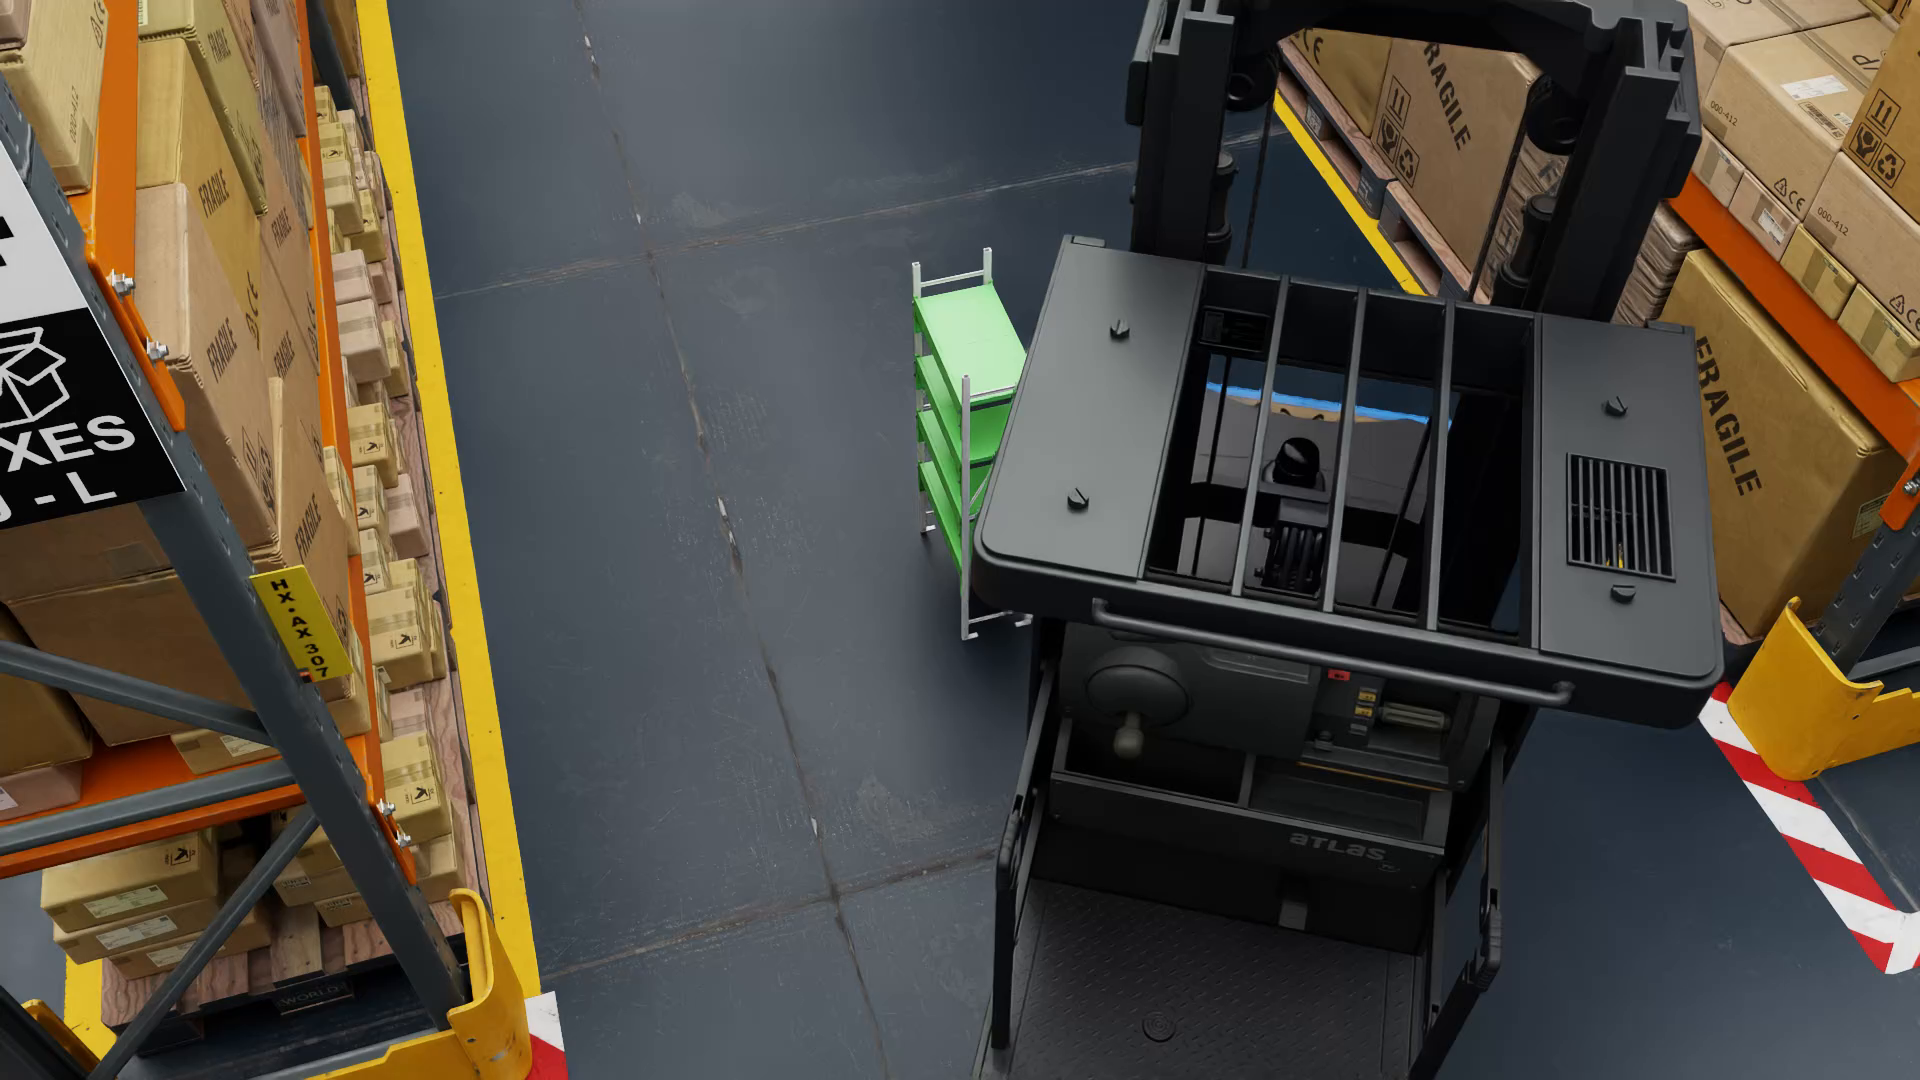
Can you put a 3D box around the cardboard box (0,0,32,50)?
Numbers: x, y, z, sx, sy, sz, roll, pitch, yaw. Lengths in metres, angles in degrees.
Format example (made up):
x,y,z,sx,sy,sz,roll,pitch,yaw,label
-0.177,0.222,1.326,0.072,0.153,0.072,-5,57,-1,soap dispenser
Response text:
x,y,z,sx,sy,sz,roll,pitch,yaw,label
-1.623,-0.903,2.359,0.500,0.250,0.500,-13,51,-10,cardboard box

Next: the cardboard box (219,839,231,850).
x,y,z,sx,sy,sz,roll,pitch,yaw,label
-2.266,0.845,4.666,0.380,0.149,0.250,-12,51,-10,cardboard box

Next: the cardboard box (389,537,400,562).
x,y,z,sx,sy,sz,roll,pitch,yaw,label
-1.961,0.163,5.241,0.380,0.149,0.250,-13,51,-11,cardboard box

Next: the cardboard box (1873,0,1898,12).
x,y,z,sx,sy,sz,roll,pitch,yaw,label
2.838,-1.927,4.826,0.500,0.500,0.500,-15,51,-12,cardboard box

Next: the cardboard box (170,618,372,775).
x,y,z,sx,sy,sz,roll,pitch,yaw,label
-1.521,0.334,3.671,0.380,0.149,0.250,-14,51,-11,cardboard box

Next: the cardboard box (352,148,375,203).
x,y,z,sx,sy,sz,roll,pitch,yaw,label
-2.433,-1.318,6.294,0.380,0.149,0.250,-16,52,-13,cardboard box

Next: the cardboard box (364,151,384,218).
x,y,z,sx,sy,sz,roll,pitch,yaw,label
-2.480,-1.365,6.529,0.380,0.149,0.250,-13,51,-11,cardboard box

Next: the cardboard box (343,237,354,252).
x,y,z,sx,sy,sz,roll,pitch,yaw,label
-2.356,-0.921,5.960,0.380,0.149,0.250,-13,51,-11,cardboard box

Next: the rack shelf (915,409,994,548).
x,y,z,sx,sy,sz,roll,pitch,yaw,label
0.049,-0.225,5.238,0.258,0.148,0.480,-13,51,-11,rack shelf

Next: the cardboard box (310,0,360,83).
x,y,z,sx,sy,sz,roll,pitch,yaw,label
-2.887,-2.288,7.077,0.500,0.500,0.500,-12,51,-10,cardboard box

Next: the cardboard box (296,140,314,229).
x,y,z,sx,sy,sz,roll,pitch,yaw,label
-2.082,-0.996,4.792,0.380,0.149,0.250,-12,51,-10,cardboard box

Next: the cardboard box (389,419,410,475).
x,y,z,sx,sy,sz,roll,pitch,yaw,label
-2.058,-0.235,5.576,0.380,0.149,0.250,-13,51,-11,cardboard box

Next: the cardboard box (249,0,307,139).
x,y,z,sx,sy,sz,roll,pitch,yaw,label
-2.210,-1.454,4.754,0.500,0.500,0.500,-14,51,-11,cardboard box

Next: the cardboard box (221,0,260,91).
x,y,z,sx,sy,sz,roll,pitch,yaw,label
-2.060,-1.398,4.053,0.500,0.500,0.500,-15,51,-12,cardboard box

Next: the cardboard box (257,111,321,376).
x,y,z,sx,sy,sz,roll,pitch,yaw,label
-1.923,-0.701,4.119,0.500,0.500,0.500,-13,51,-10,cardboard box

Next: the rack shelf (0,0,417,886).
x,y,z,sx,sy,sz,roll,pitch,yaw,label
-2.330,-0.666,4.820,1.077,0.370,4.000,-13,51,-11,rack shelf

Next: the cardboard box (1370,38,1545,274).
x,y,z,sx,sy,sz,roll,pitch,yaw,label
2.231,-1.699,6.335,0.875,0.875,0.875,-13,51,-11,cardboard box

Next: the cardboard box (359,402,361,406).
x,y,z,sx,sy,sz,roll,pitch,yaw,label
-2.164,-0.334,5.465,0.380,0.149,0.250,-11,51,-9,cardboard box

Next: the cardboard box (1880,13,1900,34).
x,y,z,sx,sy,sz,roll,pitch,yaw,label
2.985,-1.322,4.806,0.500,0.250,0.500,-14,51,-11,cardboard box

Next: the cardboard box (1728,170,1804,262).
x,y,z,sx,sy,sz,roll,pitch,yaw,label
2.457,-0.963,4.764,0.380,0.149,0.250,-13,51,-11,cardboard box

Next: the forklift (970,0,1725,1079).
x,y,z,sx,sy,sz,roll,pitch,yaw,label
0.641,0.438,3.463,1.130,2.935,3.031,10,51,8,forklift

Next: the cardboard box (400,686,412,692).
x,y,z,sx,sy,sz,roll,pitch,yaw,label
-1.823,0.539,4.923,0.380,0.149,0.250,-13,51,-11,cardboard box

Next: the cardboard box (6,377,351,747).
x,y,z,sx,sy,sz,roll,pitch,yaw,label
-1.608,0.045,3.490,0.500,0.500,0.500,-11,51,-9,cardboard box

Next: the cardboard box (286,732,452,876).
x,y,z,sx,sy,sz,roll,pitch,yaw,label
-1.569,0.696,4.403,0.380,0.149,0.250,-15,52,-13,cardboard box

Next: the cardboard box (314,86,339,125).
x,y,z,sx,sy,sz,roll,pitch,yaw,label
-2.568,-1.565,6.309,0.380,0.149,0.250,-12,51,-10,cardboard box

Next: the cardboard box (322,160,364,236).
x,y,z,sx,sy,sz,roll,pitch,yaw,label
-2.374,-1.208,6.007,0.380,0.149,0.250,-14,51,-11,cardboard box

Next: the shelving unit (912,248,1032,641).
x,y,z,sx,sy,sz,roll,pitch,yaw,label
0.049,-0.266,5.189,0.258,1.200,0.503,-13,51,-11,shelving unit

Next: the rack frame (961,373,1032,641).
x,y,z,sx,sy,sz,roll,pitch,yaw,label
0.121,-0.088,5.039,0.240,1.200,0.015,-13,51,-11,rack frame

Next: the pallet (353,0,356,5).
x,y,z,sx,sy,sz,roll,pitch,yaw,label
-3.518,-2.920,8.074,1.003,0.211,1.213,-13,51,-11,pallet

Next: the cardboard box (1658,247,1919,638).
x,y,z,sx,sy,sz,roll,pitch,yaw,label
2.764,-0.384,5.227,0.875,0.875,0.875,-13,51,-11,cardboard box

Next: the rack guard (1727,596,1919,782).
x,y,z,sx,sy,sz,roll,pitch,yaw,label
3.036,0.339,5.137,1.175,0.500,0.348,-13,51,-11,rack guard

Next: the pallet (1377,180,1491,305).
x,y,z,sx,sy,sz,roll,pitch,yaw,label
2.361,-1.041,6.490,1.003,0.211,1.213,-13,51,-11,pallet

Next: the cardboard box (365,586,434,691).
x,y,z,sx,sy,sz,roll,pitch,yaw,label
-1.718,0.308,4.729,0.380,0.149,0.250,-13,51,-11,cardboard box

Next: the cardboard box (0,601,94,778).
x,y,z,sx,sy,sz,roll,pitch,yaw,label
-2.117,0.165,3.389,0.500,0.500,0.500,-12,51,-10,cardboard box

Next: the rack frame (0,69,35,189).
x,y,z,sx,sy,sz,roll,pitch,yaw,label
-1.739,-1.370,1.020,1.000,3.000,0.127,-13,51,-11,rack frame

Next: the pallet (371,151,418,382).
x,y,z,sx,sy,sz,roll,pitch,yaw,label
-2.689,-0.977,6.435,1.003,0.211,1.213,-13,51,-11,pallet

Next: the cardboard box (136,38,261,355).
x,y,z,sx,sy,sz,roll,pitch,yaw,label
-1.773,-0.642,3.415,0.500,0.500,0.500,-12,51,-10,cardboard box

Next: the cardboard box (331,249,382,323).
x,y,z,sx,sy,sz,roll,pitch,yaw,label
-2.203,-0.823,5.683,0.380,0.149,0.250,-16,52,-13,cardboard box

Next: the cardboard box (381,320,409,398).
x,y,z,sx,sy,sz,roll,pitch,yaw,label
-2.174,-0.609,5.892,0.380,0.149,0.250,-13,51,-11,cardboard box

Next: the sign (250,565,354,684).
x,y,z,sx,sy,sz,roll,pitch,yaw,label
-1.220,0.161,3.086,0.100,0.325,0.005,-13,51,-11,sign

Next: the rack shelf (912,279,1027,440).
x,y,z,sx,sy,sz,roll,pitch,yaw,label
0.049,-0.534,4.871,0.258,0.148,0.480,-13,51,-11,rack shelf

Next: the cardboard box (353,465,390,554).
x,y,z,sx,sy,sz,roll,pitch,yaw,label
-1.943,-0.059,5.038,0.380,0.149,0.250,-12,51,-10,cardboard box

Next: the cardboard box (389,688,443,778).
x,y,z,sx,sy,sz,roll,pitch,yaw,label
-1.675,0.597,4.680,0.380,0.149,0.250,-14,51,-11,cardboard box

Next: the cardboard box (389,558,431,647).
x,y,z,sx,sy,sz,roll,pitch,yaw,label
-1.805,0.227,4.992,0.380,0.149,0.250,-12,51,-10,cardboard box

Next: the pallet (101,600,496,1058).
x,y,z,sx,sy,sz,roll,pitch,yaw,label
-1.968,0.805,4.933,1.003,0.211,1.213,-13,51,-11,pallet

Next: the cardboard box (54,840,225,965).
x,y,z,sx,sy,sz,roll,pitch,yaw,label
-2.167,0.930,4.399,0.380,0.149,0.250,-15,51,-12,cardboard box

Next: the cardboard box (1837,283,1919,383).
x,y,z,sx,sy,sz,roll,pitch,yaw,label
2.609,-0.589,4.449,0.380,0.149,0.250,-12,51,-10,cardboard box

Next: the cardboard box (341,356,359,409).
x,y,z,sx,sy,sz,roll,pitch,yaw,label
-2.143,-0.423,5.346,0.380,0.149,0.250,-13,51,-11,cardboard box

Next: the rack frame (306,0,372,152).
x,y,z,sx,sy,sz,roll,pitch,yaw,label
-2.922,-2.358,5.776,1.000,3.000,0.127,-13,51,-11,rack frame

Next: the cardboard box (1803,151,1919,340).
x,y,z,sx,sy,sz,roll,pitch,yaw,label
2.632,-0.826,4.388,0.500,0.250,0.500,-14,51,-12,cardboard box

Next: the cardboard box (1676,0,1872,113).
x,y,z,sx,sy,sz,roll,pitch,yaw,label
2.332,-1.568,5.014,0.500,0.250,0.500,-15,51,-12,cardboard box
